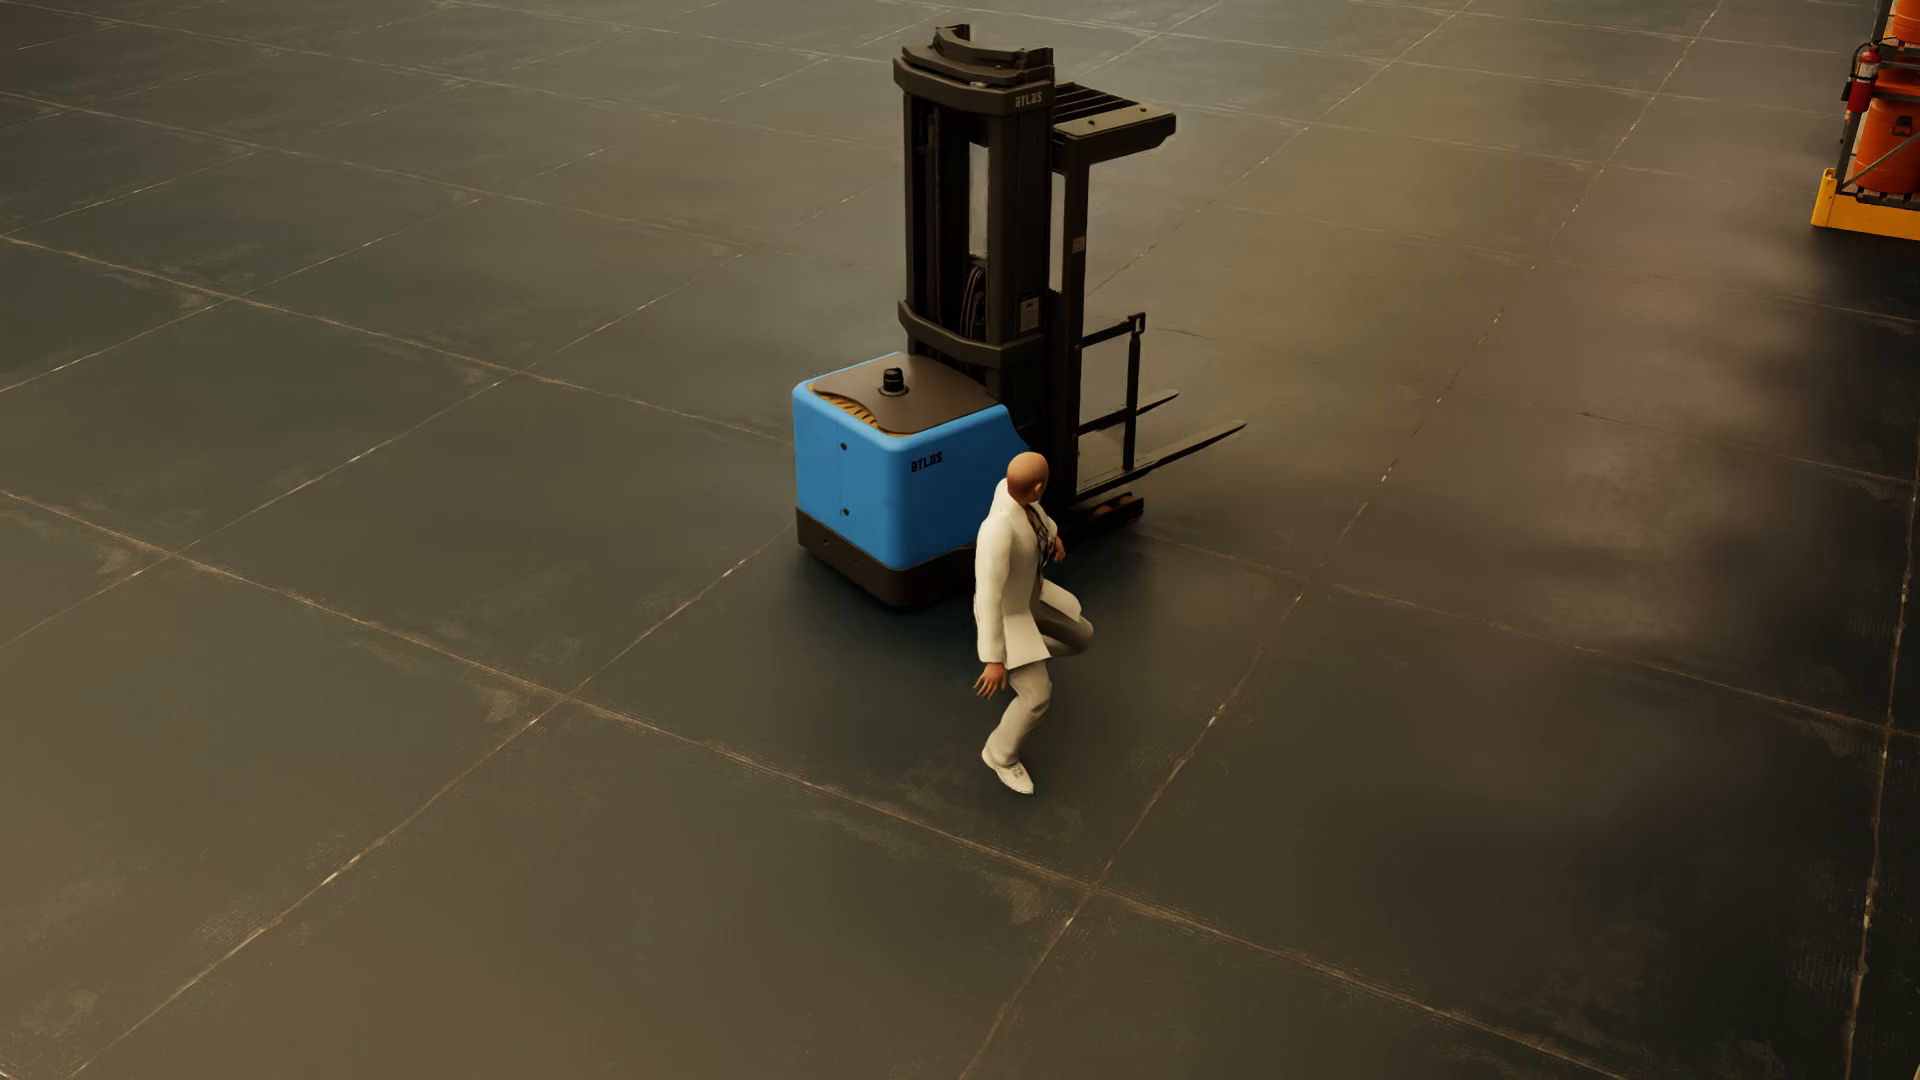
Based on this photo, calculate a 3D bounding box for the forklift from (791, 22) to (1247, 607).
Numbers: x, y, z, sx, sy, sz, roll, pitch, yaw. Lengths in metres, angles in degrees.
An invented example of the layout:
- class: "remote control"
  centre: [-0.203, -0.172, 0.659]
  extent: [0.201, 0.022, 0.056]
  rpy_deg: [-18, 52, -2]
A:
- class: "forklift"
  centre: [0.495, -1.495, 9.661]
  extent: [3.031, 2.935, 1.130]
  rpy_deg: [-22, 37, -33]

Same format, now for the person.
- class: "person"
  centre: [0.274, 0.331, 7.846]
  extent: [0.542, 1.658, 1.120]
  rpy_deg: [13, 33, 22]
